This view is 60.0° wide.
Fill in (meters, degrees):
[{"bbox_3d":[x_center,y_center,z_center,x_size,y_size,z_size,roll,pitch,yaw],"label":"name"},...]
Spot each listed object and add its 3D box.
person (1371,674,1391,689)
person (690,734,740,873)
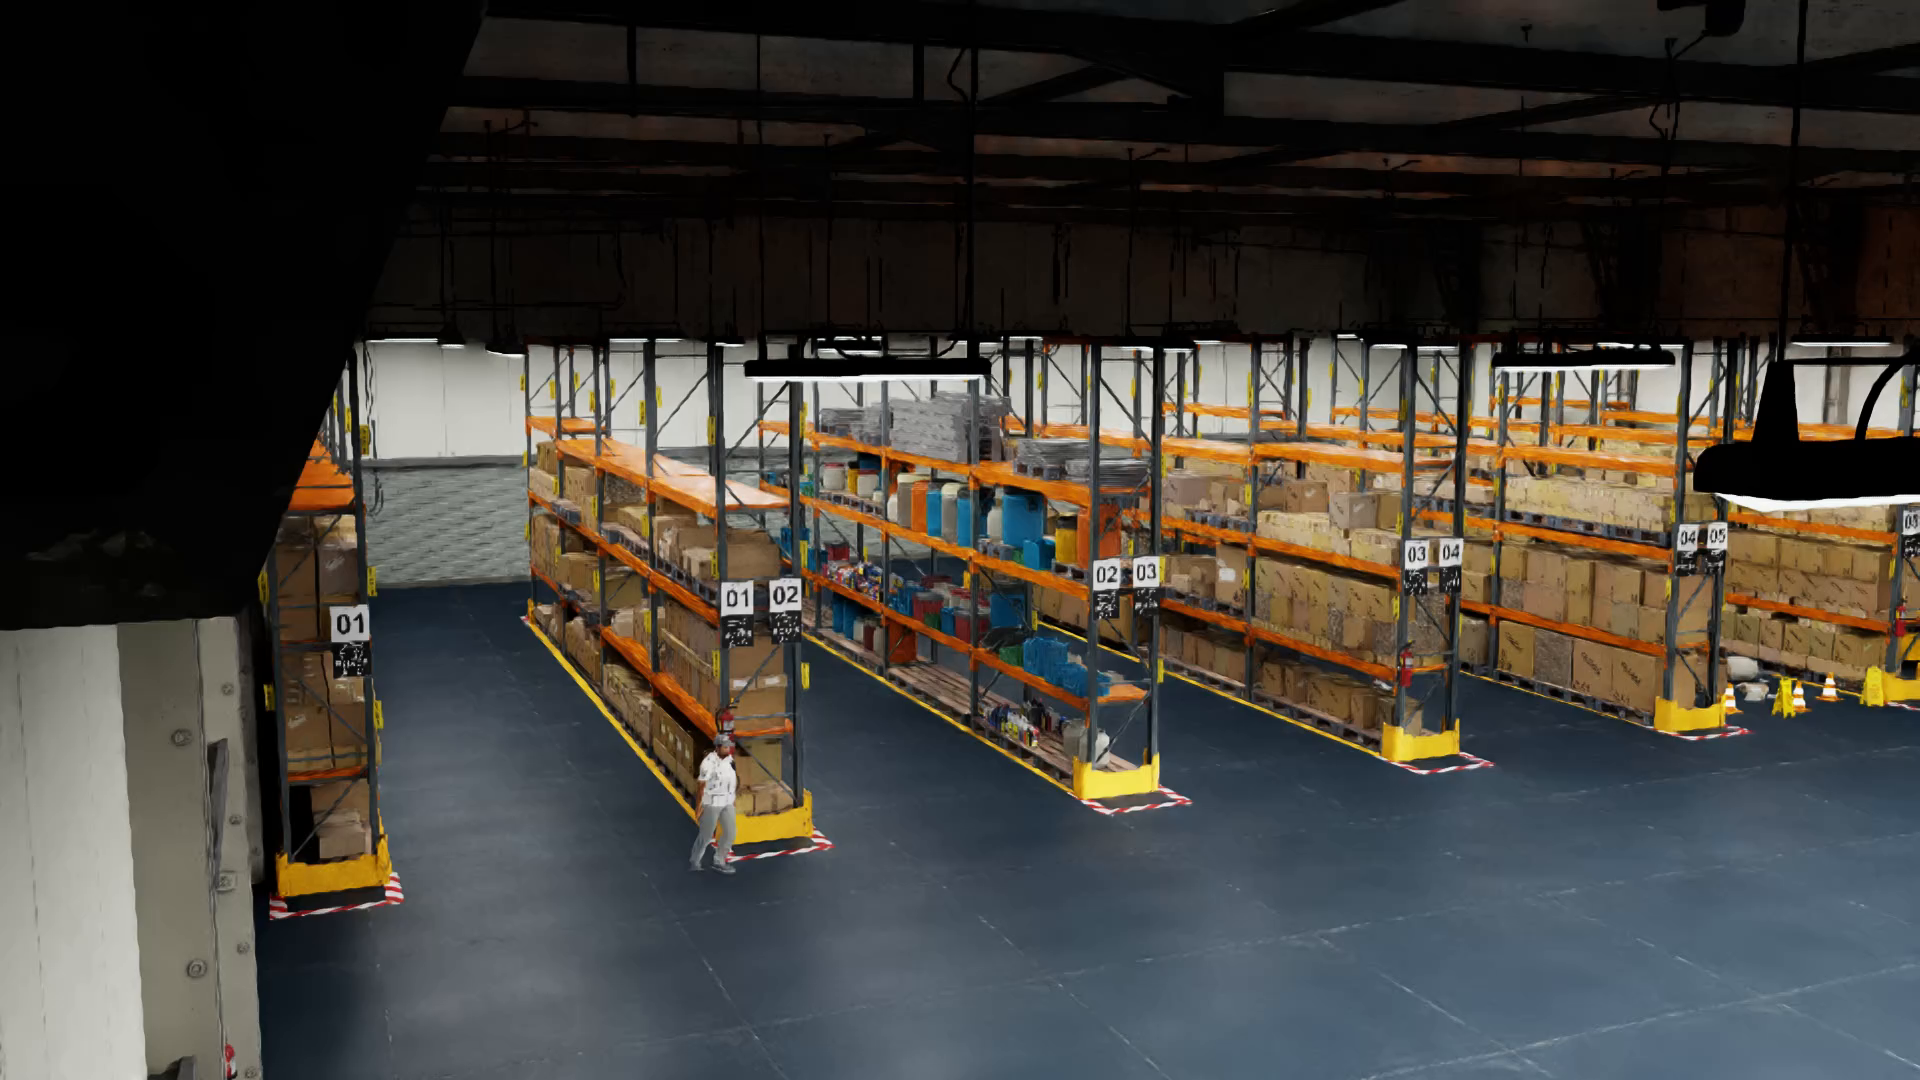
[{"bbox_3d":[7.157,1.747,28.310,0.495,1.671,0.432,6,10,39],"label":"person"},{"bbox_3d":[-2.834,3.005,19.093,0.630,1.636,0.581,6,10,38],"label":"person"}]
